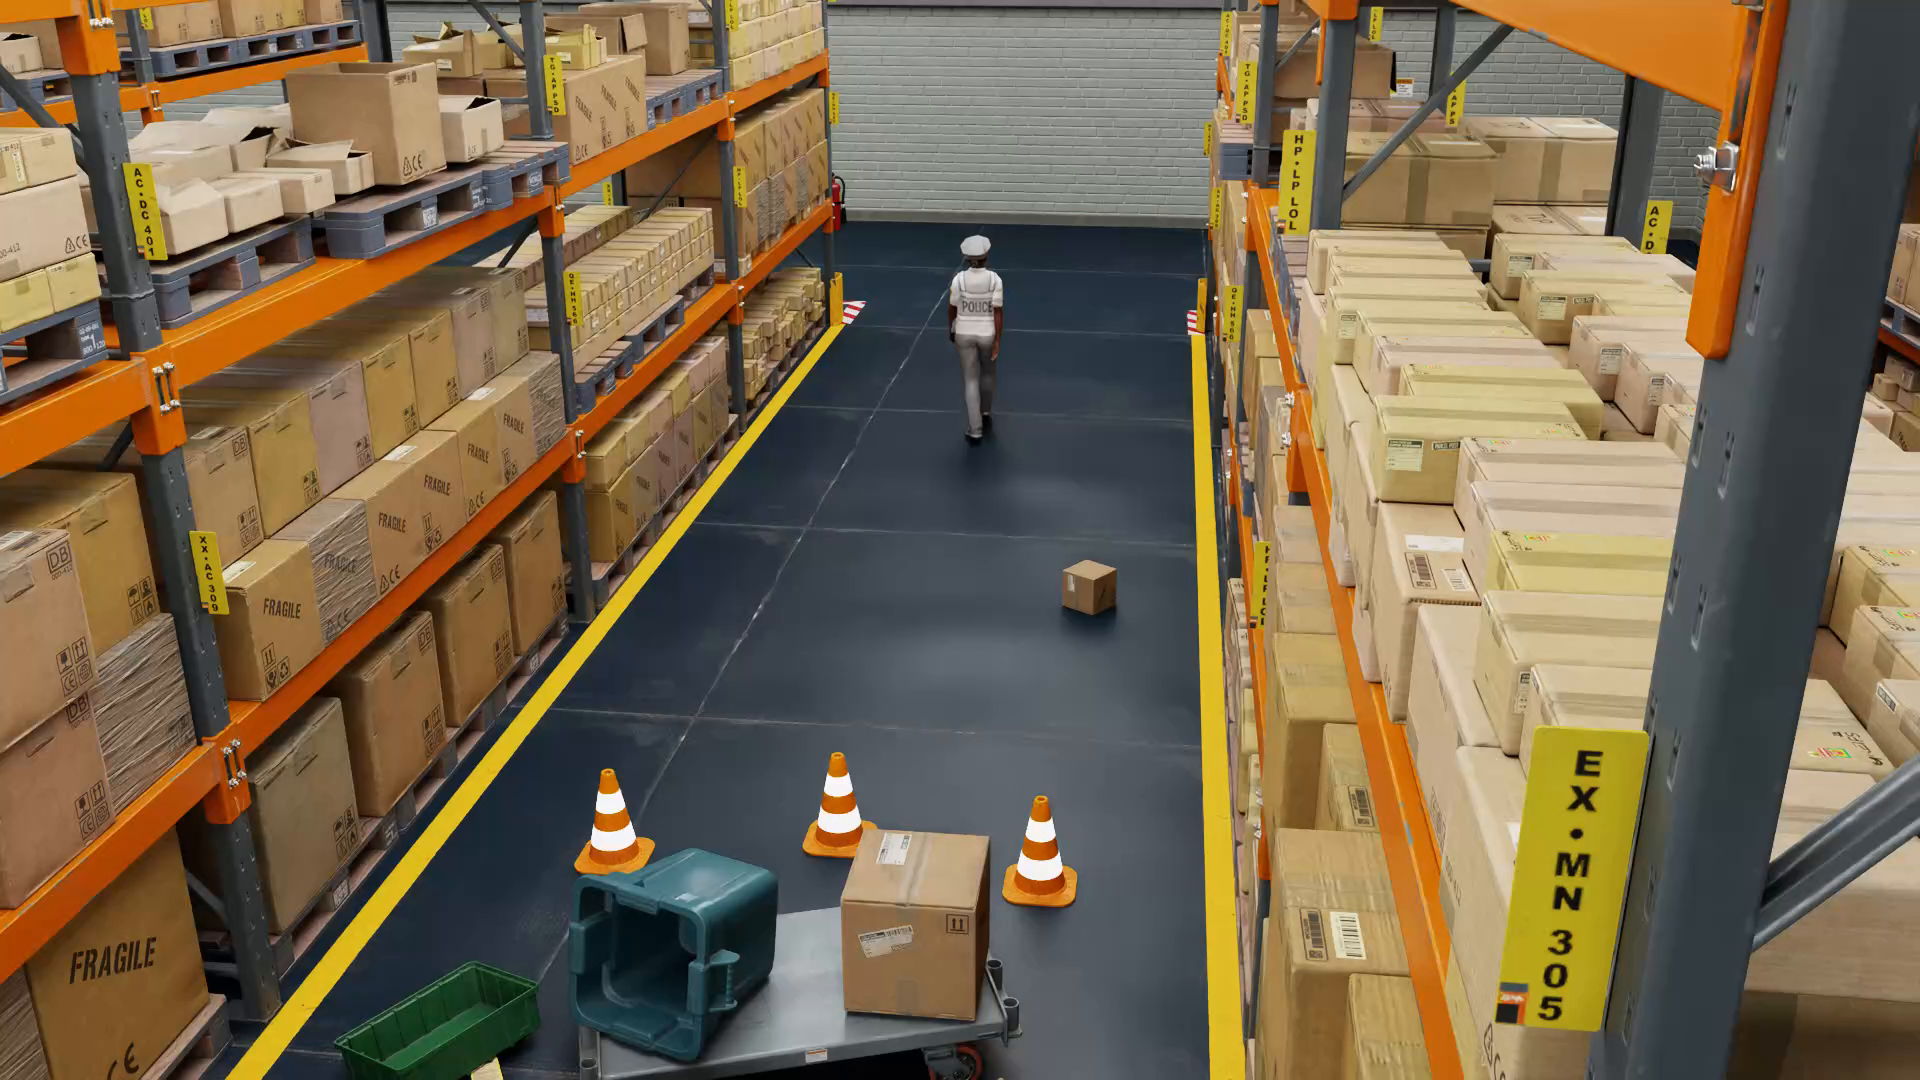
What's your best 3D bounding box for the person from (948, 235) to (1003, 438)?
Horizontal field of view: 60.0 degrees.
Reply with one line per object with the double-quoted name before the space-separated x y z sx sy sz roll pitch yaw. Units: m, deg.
"person" 0.116 -1.755 13.999 0.449 1.650 0.920 -2 21 -6
